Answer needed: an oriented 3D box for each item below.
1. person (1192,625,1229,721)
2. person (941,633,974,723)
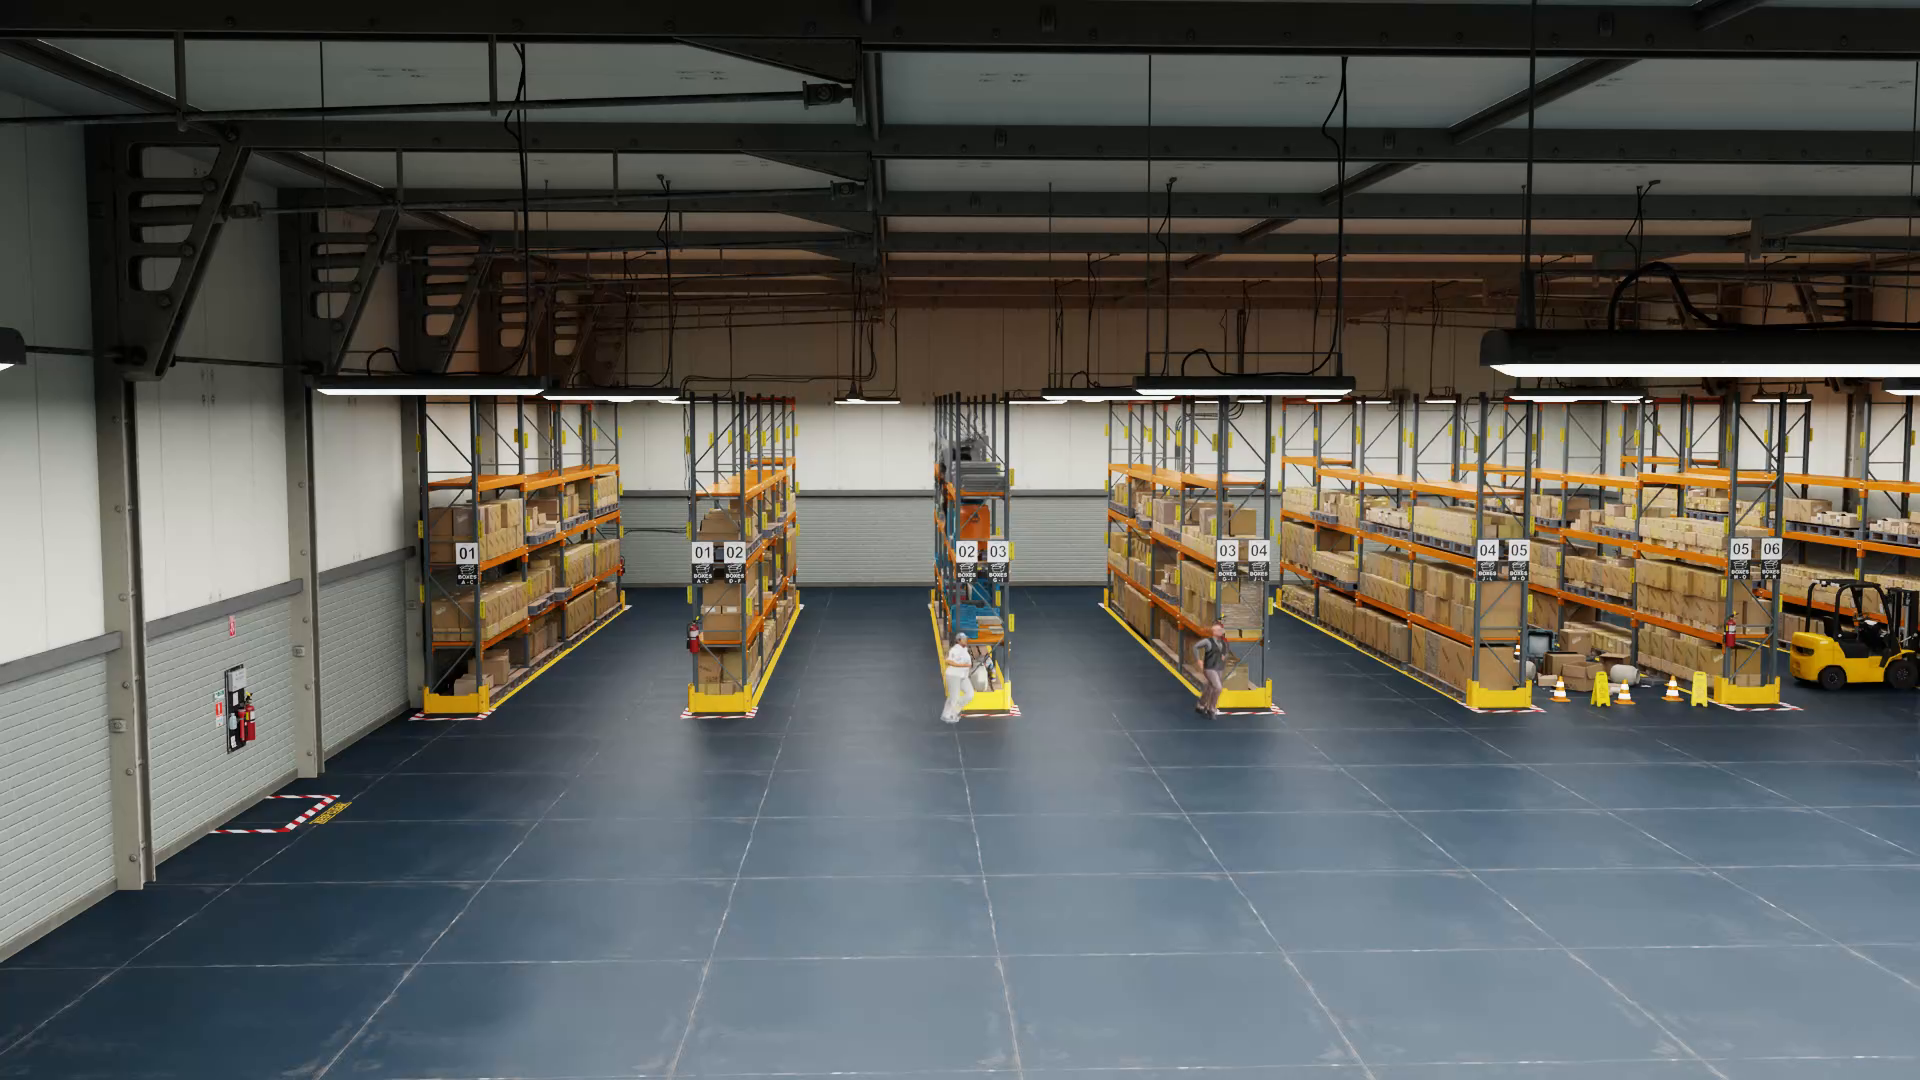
[{"bbox_3d":[4.657,2.445,30.640,0.647,1.760,0.713,-4,6,-41],"label":"person"},{"bbox_3d":[0.022,2.500,30.174,0.623,1.648,0.612,3,6,37],"label":"person"}]
